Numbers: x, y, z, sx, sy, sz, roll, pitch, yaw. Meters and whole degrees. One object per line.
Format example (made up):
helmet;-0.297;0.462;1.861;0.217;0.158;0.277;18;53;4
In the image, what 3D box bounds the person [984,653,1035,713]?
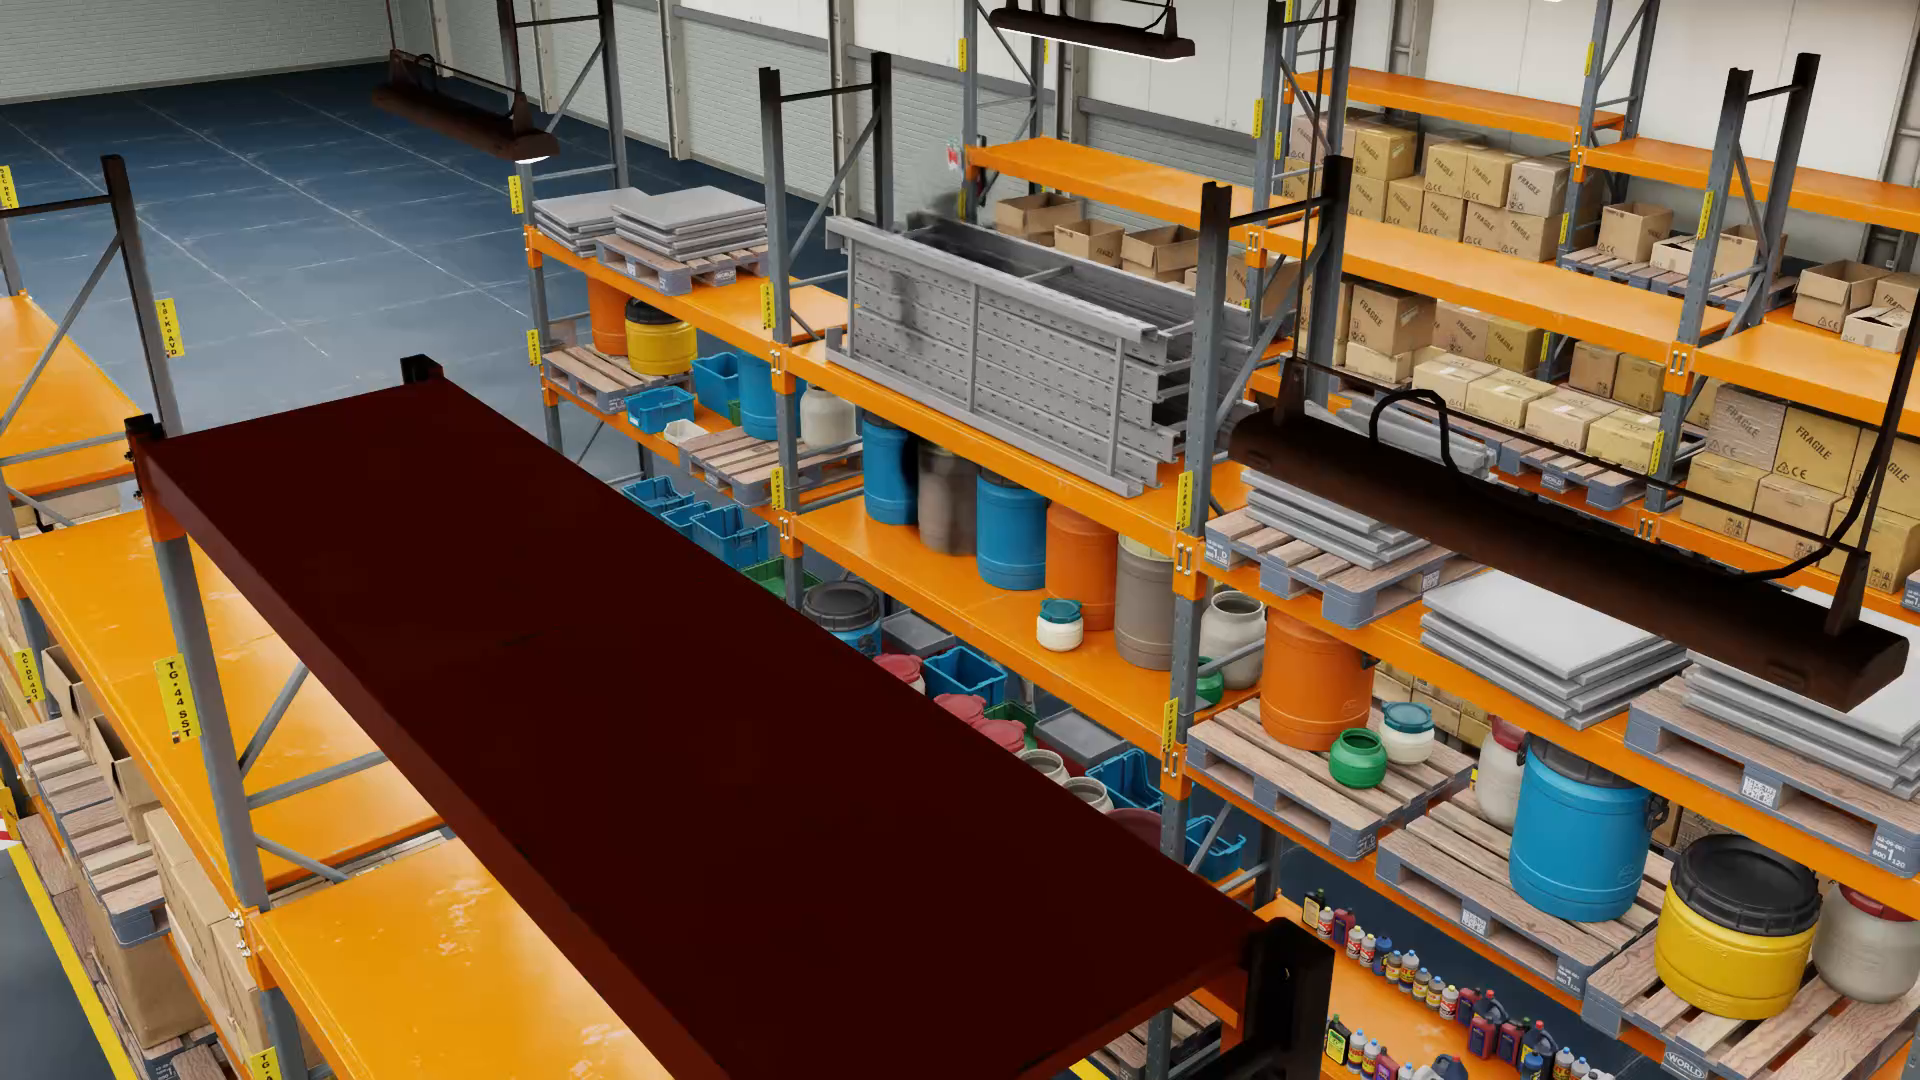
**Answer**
person;0.389;0.759;14.149;0.592;1.782;0.666;-19;31;-33
